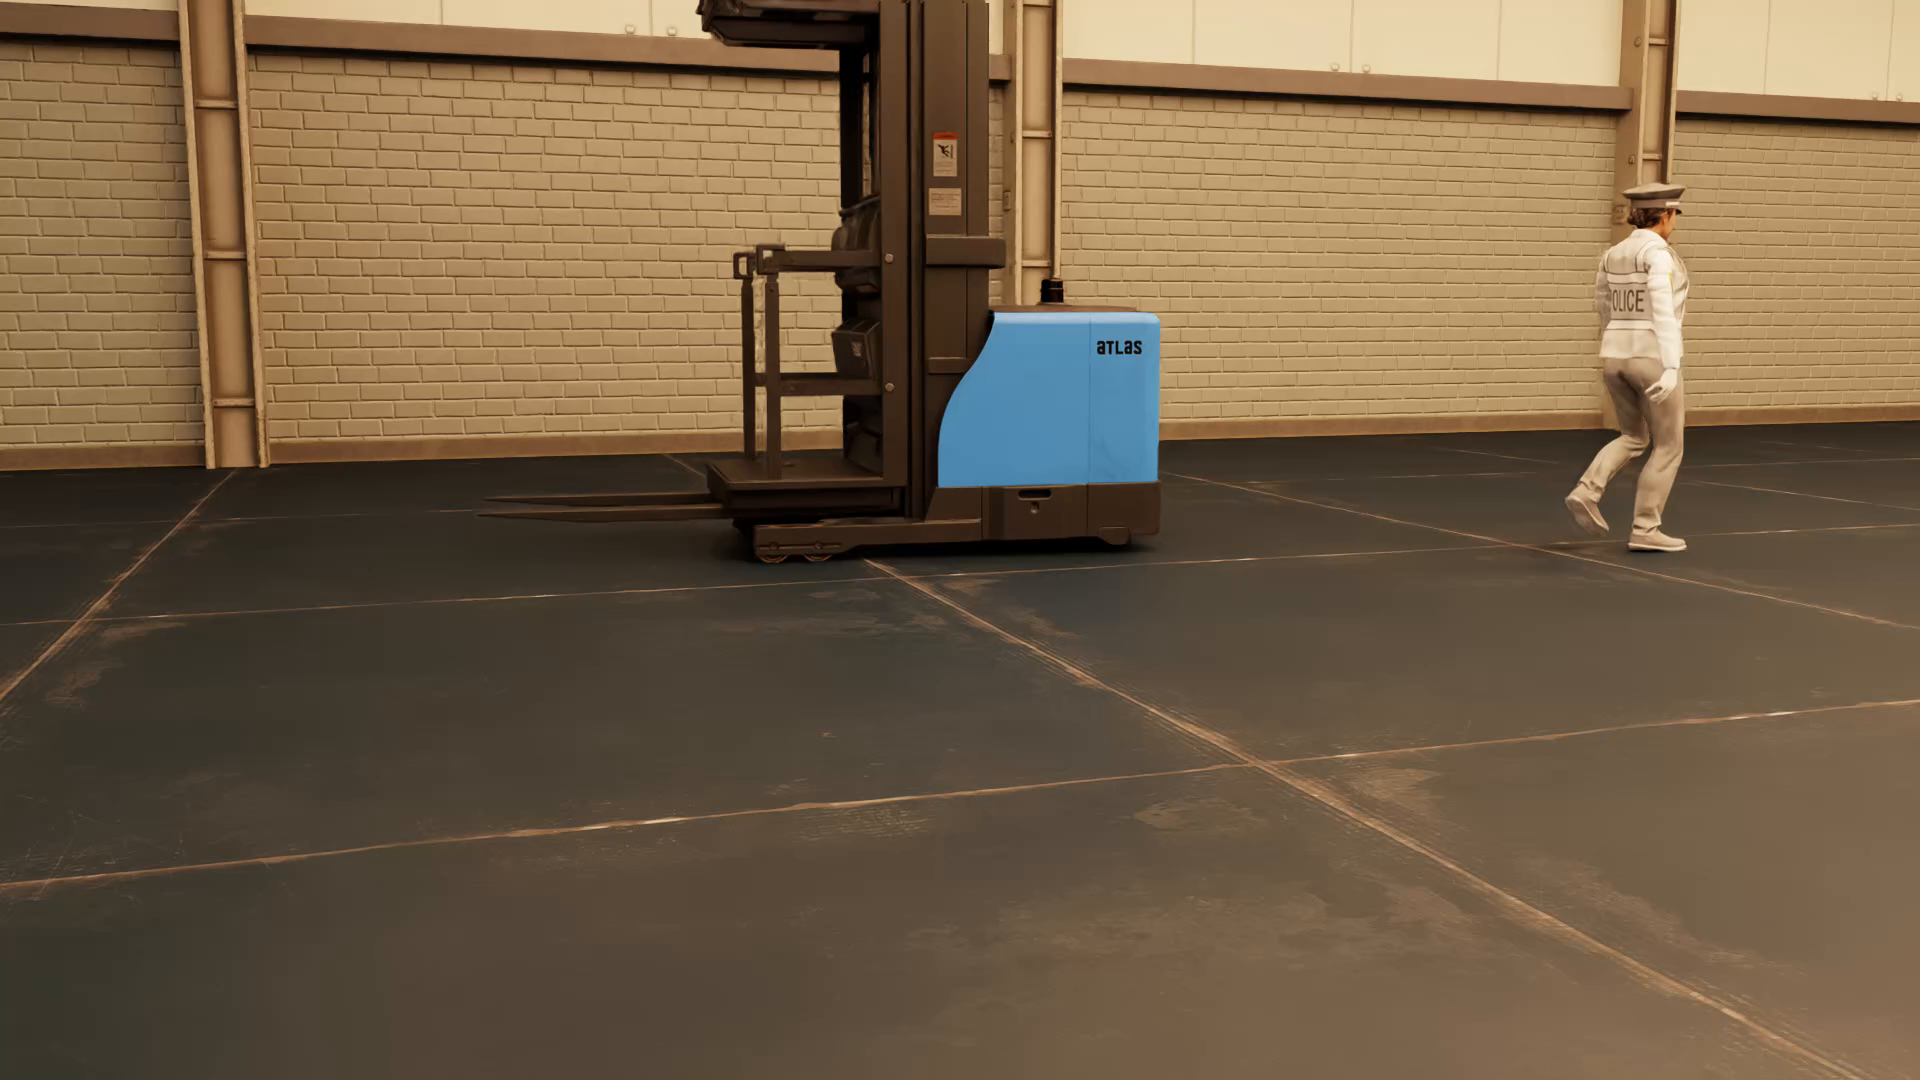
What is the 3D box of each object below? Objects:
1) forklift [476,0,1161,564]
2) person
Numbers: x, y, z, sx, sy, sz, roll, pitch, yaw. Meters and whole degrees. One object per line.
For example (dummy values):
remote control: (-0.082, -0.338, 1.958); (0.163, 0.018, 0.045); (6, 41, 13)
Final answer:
forklift: (-0.654, -1.428, 7.549); (3.031, 2.935, 1.130); (-2, 8, -13)
person: (3.058, -0.771, 7.507); (0.502, 1.649, 0.694); (-2, 8, -17)
